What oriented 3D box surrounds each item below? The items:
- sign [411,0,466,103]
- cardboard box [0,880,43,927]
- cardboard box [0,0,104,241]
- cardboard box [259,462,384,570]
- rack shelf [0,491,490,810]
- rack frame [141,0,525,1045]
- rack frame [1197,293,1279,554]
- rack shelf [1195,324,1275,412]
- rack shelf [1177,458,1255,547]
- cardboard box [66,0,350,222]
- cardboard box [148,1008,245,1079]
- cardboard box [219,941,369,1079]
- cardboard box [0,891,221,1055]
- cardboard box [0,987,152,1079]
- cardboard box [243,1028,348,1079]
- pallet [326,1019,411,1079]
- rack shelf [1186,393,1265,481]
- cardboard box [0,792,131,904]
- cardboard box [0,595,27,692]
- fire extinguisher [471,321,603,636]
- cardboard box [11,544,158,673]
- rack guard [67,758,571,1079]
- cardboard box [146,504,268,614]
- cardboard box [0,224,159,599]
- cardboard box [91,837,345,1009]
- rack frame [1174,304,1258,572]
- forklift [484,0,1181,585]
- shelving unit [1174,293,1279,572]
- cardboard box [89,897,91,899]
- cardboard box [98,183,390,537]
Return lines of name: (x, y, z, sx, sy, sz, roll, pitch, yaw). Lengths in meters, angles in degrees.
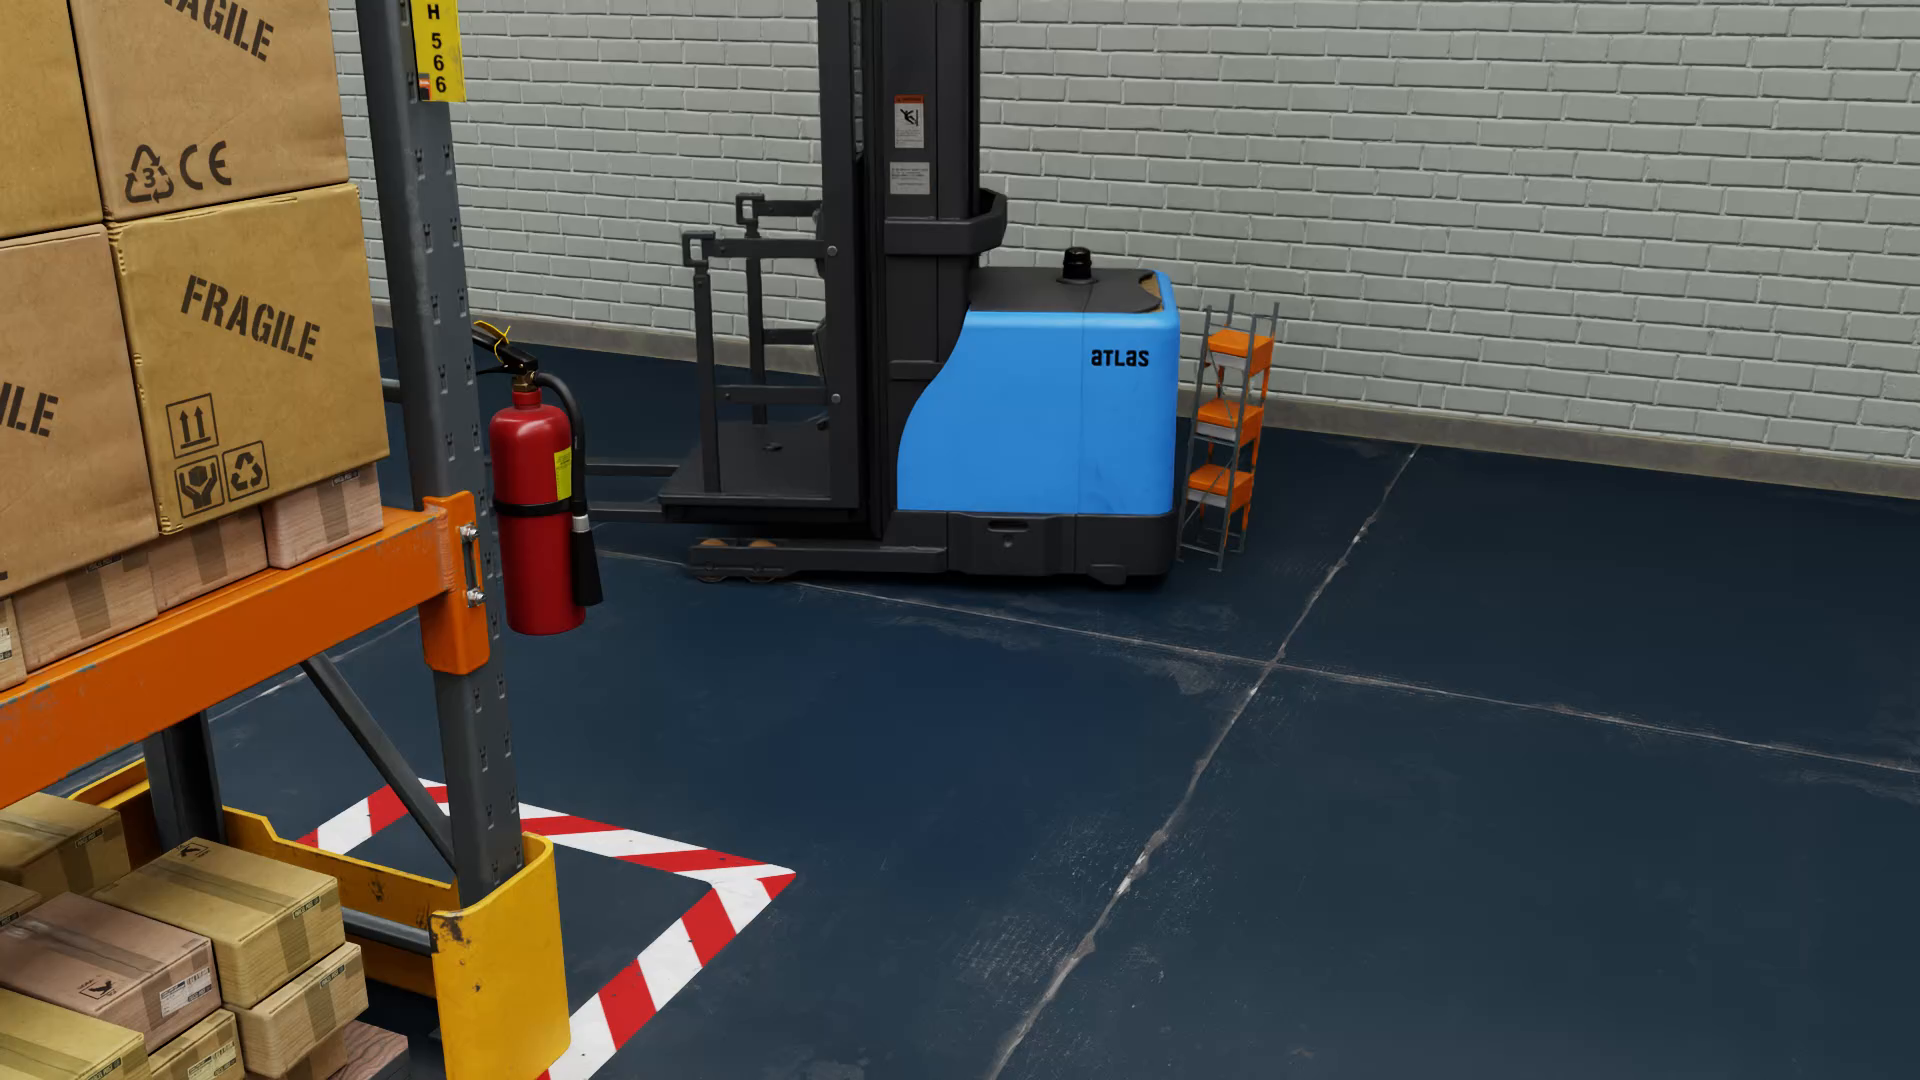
sign: (-0.935, -0.947, 2.956, 0.100, 0.325, 0.005, 9, 21, 23)
cardboard box: (-1.960, 0.744, 3.139, 0.380, 0.149, 0.250, 9, 21, 24)
cardboard box: (-1.601, -0.664, 2.275, 0.500, 0.500, 0.500, 8, 21, 21)
cardboard box: (-1.308, -0.078, 3.087, 0.380, 0.149, 0.250, 9, 21, 23)
rack shelf: (-2.252, 0.615, 1.835, 1.077, 0.370, 4.000, 9, 21, 23)
rack frame: (-1.433, -0.335, 3.434, 1.000, 3.000, 0.127, 9, 21, 23)
rack frame: (1.107, -0.454, 6.654, 0.200, 1.050, 0.008, 16, 24, 26)
rack shelf: (1.067, -0.671, 6.452, 0.215, 0.259, 0.240, 16, 24, 26)
rack shelf: (1.026, -0.152, 6.662, 0.215, 0.259, 0.240, 16, 24, 26)
cardboard box: (-1.393, -0.819, 2.711, 0.500, 0.500, 0.500, 8, 21, 22)
cardboard box: (-1.545, 0.943, 3.024, 0.380, 0.149, 0.250, 8, 21, 21)
cardboard box: (-1.389, 0.871, 3.228, 0.380, 0.149, 0.250, 8, 21, 21)
cardboard box: (-1.574, 0.796, 2.995, 0.380, 0.149, 0.250, 9, 21, 24)
cardboard box: (-1.564, 0.892, 2.723, 0.380, 0.149, 0.250, 8, 21, 21)
cardboard box: (-1.458, 1.000, 3.308, 0.380, 0.149, 0.250, 9, 21, 24)
pallet: (-1.829, 1.246, 3.151, 1.003, 0.211, 1.213, 9, 21, 23)
rack shelf: (1.046, -0.409, 6.558, 0.215, 0.259, 0.240, 16, 24, 26)
cardboard box: (-1.957, 0.644, 3.422, 0.380, 0.149, 0.250, 8, 21, 20)
cardboard box: (-1.617, 0.153, 2.438, 0.380, 0.149, 0.250, 9, 22, 24)
fire extinguisher: (-0.909, -0.136, 3.548, 0.296, 0.674, 0.183, 9, 21, 23)
cardboard box: (-1.533, 0.071, 2.666, 0.380, 0.149, 0.250, 8, 21, 22)
rack guard: (-1.464, 0.866, 3.788, 1.175, 0.500, 0.348, 9, 21, 23)
cardboard box: (-1.445, -0.007, 2.888, 0.380, 0.149, 0.250, 9, 21, 23)
cardboard box: (-1.598, -0.193, 2.441, 0.500, 0.500, 0.500, 8, 21, 22)
cardboard box: (-1.418, 0.727, 3.189, 0.380, 0.149, 0.250, 9, 21, 23)
rack frame: (0.987, -0.383, 6.454, 0.200, 1.050, 0.008, 16, 24, 26)
forklift: (-0.654, -1.385, 6.488, 3.031, 2.935, 1.130, 1, 20, 4)
shelving unit: (1.047, -0.418, 6.554, 0.215, 1.050, 0.252, 16, 24, 26)
cardboard box: (-1.882, 0.795, 3.440, 0.380, 0.149, 0.250, 10, 22, 25)
cardboard box: (-1.382, -0.350, 2.882, 0.500, 0.500, 0.500, 9, 21, 24)
